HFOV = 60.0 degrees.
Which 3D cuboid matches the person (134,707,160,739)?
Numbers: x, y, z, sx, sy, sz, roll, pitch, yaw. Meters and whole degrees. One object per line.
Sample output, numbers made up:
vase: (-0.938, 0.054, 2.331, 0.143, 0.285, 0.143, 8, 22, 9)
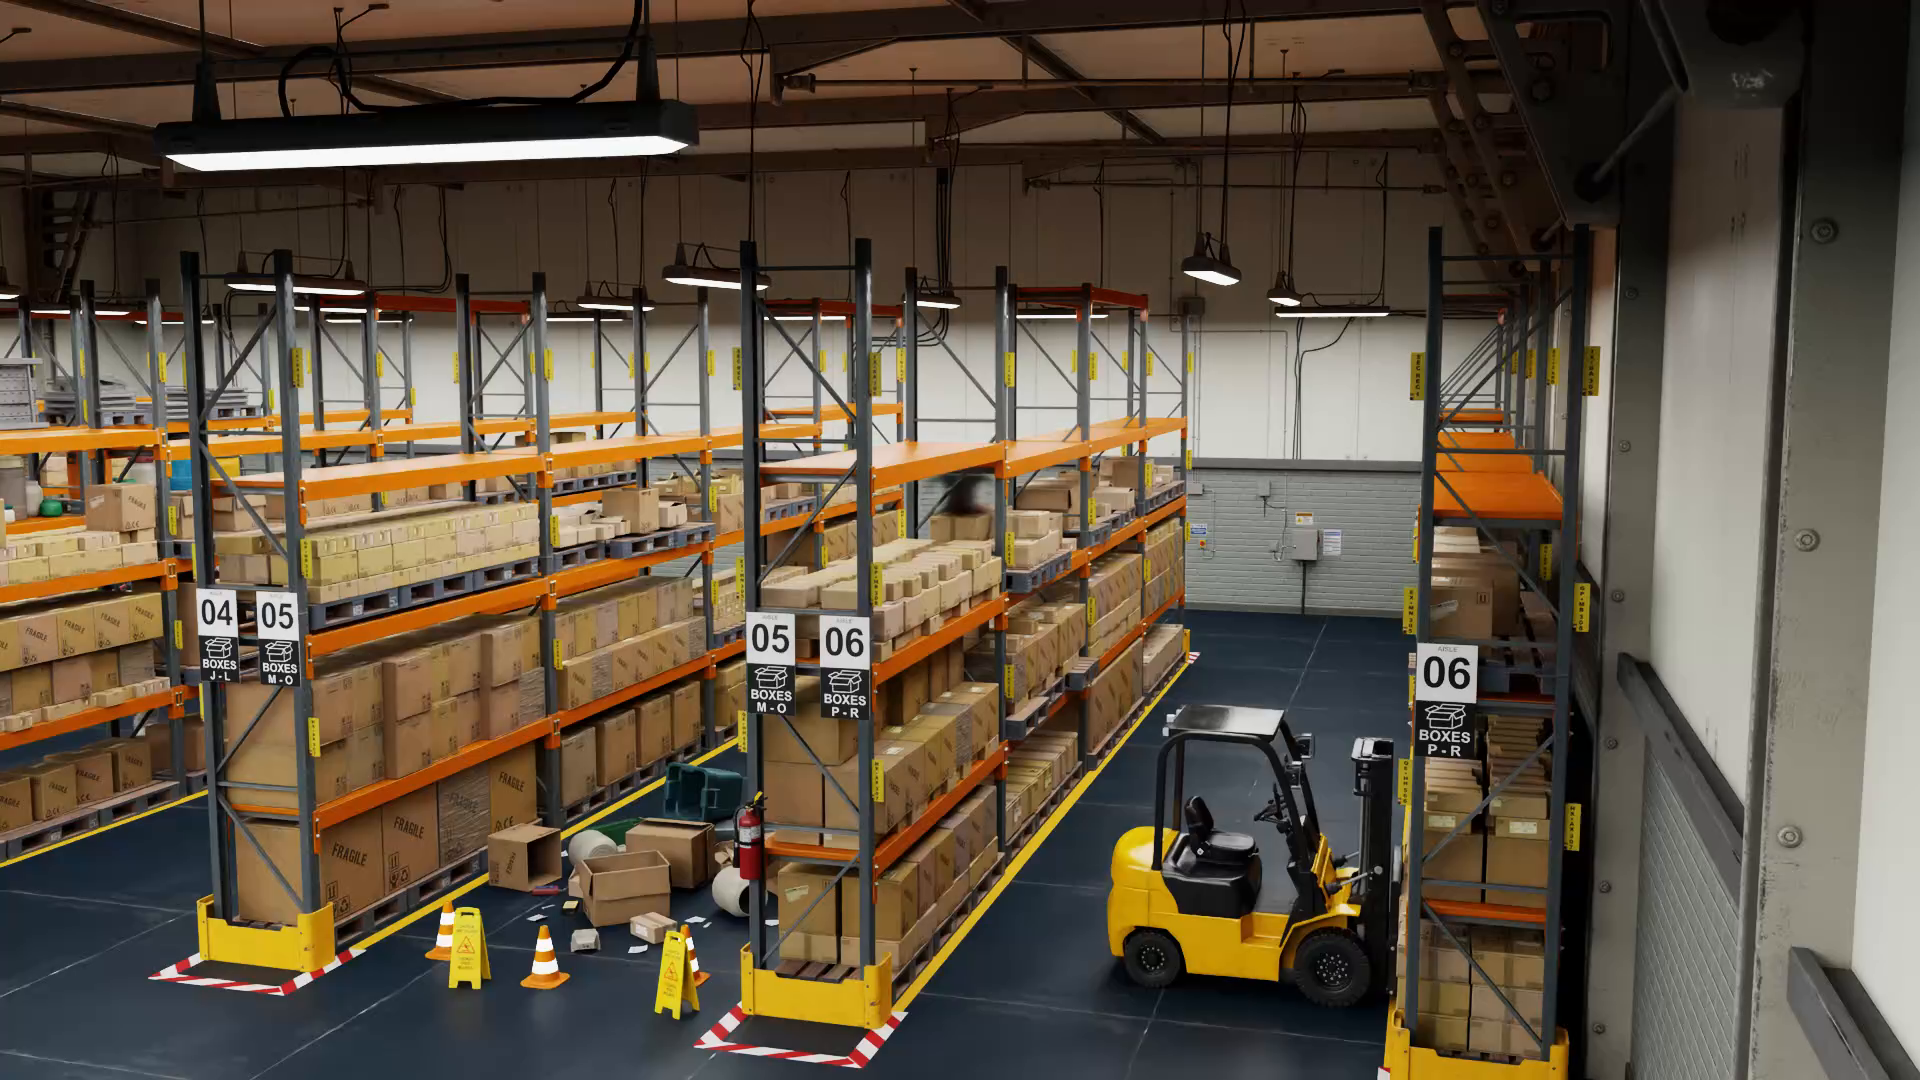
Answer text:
person: (-10.556, 1.864, 21.566, 0.420, 1.796, 0.563, 0, 6, 4)
